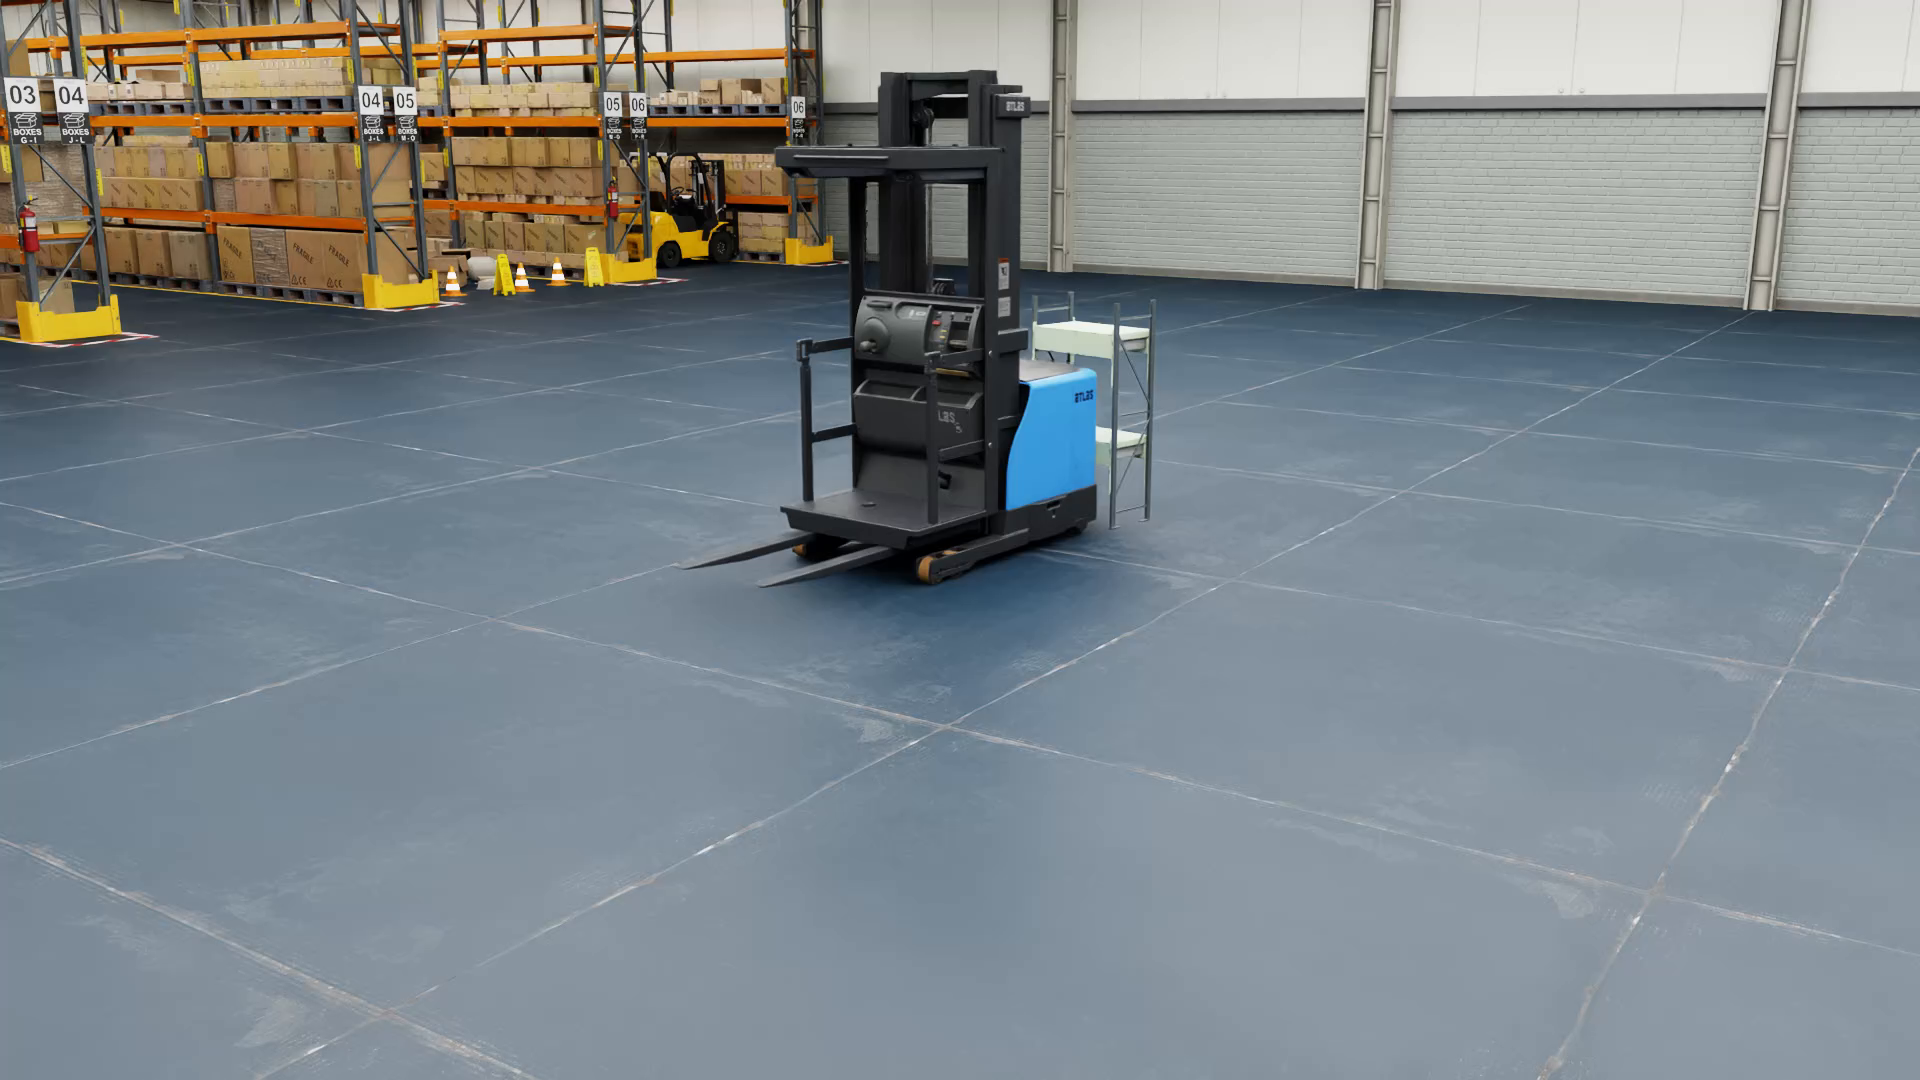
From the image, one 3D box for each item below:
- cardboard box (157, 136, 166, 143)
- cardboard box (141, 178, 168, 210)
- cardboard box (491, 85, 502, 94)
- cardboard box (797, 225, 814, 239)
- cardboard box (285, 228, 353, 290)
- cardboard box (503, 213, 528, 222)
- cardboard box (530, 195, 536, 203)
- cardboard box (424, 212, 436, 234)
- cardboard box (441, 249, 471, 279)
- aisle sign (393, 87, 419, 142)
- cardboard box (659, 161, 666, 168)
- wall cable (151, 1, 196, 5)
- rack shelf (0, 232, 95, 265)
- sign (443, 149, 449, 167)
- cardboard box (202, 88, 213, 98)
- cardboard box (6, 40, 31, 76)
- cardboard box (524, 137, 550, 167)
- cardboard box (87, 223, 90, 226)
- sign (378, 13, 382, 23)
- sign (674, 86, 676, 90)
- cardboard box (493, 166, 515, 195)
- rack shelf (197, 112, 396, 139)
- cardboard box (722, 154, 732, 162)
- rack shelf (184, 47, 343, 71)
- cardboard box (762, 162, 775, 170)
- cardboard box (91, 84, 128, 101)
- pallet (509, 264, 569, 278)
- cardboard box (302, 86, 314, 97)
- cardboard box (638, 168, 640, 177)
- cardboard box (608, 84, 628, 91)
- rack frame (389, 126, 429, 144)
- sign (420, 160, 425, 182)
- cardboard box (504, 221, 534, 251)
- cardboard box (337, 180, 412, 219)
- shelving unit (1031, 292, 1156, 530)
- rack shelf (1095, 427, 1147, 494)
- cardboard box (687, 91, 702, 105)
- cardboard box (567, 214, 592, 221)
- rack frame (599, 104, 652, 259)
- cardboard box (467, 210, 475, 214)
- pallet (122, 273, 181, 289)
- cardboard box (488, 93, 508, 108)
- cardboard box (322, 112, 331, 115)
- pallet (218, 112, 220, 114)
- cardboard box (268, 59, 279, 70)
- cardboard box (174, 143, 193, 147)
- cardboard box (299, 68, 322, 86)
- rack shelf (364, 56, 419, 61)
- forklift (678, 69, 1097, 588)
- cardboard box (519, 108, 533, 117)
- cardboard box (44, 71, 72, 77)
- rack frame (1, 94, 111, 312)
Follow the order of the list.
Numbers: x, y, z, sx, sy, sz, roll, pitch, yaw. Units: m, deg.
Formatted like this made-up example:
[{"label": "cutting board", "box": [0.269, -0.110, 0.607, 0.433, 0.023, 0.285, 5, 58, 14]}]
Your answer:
[{"label": "cardboard box", "box": [-16.991, -8.608, 35.714, 0.250, 0.149, 0.380, 9, 17, 32]}, {"label": "cardboard box", "box": [-13.212, -5.759, 27.639, 0.500, 0.500, 0.500, 9, 17, 33]}, {"label": "cardboard box", "box": [-8.150, -8.043, 29.693, 0.250, 0.149, 0.380, 9, 16, 31]}, {"label": "cardboard box", "box": [-3.300, -6.229, 33.552, 0.500, 0.250, 0.500, 10, 17, 34]}, {"label": "cardboard box", "box": [-9.803, -4.390, 25.863, 0.875, 0.875, 0.875, 9, 16, 32]}, {"label": "cardboard box", "box": [-8.051, -5.841, 30.116, 0.250, 0.149, 0.380, 10, 17, 36]}, {"label": "cardboard box", "box": [-7.481, -6.117, 29.815, 0.250, 0.149, 0.380, 9, 17, 33]}, {"label": "cardboard box", "box": [-12.260, -7.434, 38.938, 0.500, 0.500, 0.500, 9, 16, 32]}, {"label": "cardboard box", "box": [-8.983, -4.932, 29.701, 0.500, 0.500, 0.500, -4, 14, -16]}, {"label": "aisle sign", "box": [-8.246, -6.334, 24.760, 0.004, 0.787, 0.394, 9, 17, 33]}, {"label": "cardboard box", "box": [-6.012, -7.783, 34.464, 0.250, 0.149, 0.380, 10, 17, 34]}, {"label": "wall cable", "box": [-20.271, -15.783, 44.278, 0.133, 3.039, 2.988, 9, 17, 33]}, {"label": "rack shelf", "box": [-12.984, -3.966, 22.098, 4.000, 0.370, 1.077, 9, 17, 33]}, {"label": "sign", "box": [-9.419, -7.010, 30.489, 0.005, 0.325, 0.100, 9, 17, 33]}, {"label": "cardboard box", "box": [-11.679, -7.029, 26.172, 0.250, 0.149, 0.380, 9, 16, 32]}, {"label": "cardboard box", "box": [-12.405, -6.191, 21.482, 0.500, 0.500, 0.500, 9, 17, 33]}, {"label": "cardboard box", "box": [-7.236, -6.843, 29.317, 0.500, 0.500, 0.700, 9, 16, 32]}, {"label": "cardboard box", "box": [-15.824, -5.489, 29.522, 0.500, 0.250, 0.500, 9, 16, 31]}, {"label": "sign", "box": [-13.302, -11.920, 38.142, 0.005, 0.325, 0.100, 9, 17, 33]}, {"label": "sign", "box": [-6.037, -9.406, 35.093, 0.005, 0.325, 0.100, 9, 17, 33]}, {"label": "cardboard box", "box": [-8.064, -6.505, 30.031, 0.500, 0.500, 0.500, 9, 17, 32]}, {"label": "rack shelf", "box": [-10.132, -6.397, 25.678, 4.000, 0.370, 1.077, 9, 17, 33]}, {"label": "cardboard box", "box": [-4.556, -7.678, 33.420, 0.250, 0.149, 0.380, 10, 17, 34]}, {"label": "rack shelf", "box": [-14.091, -9.733, 33.742, 4.000, 0.370, 1.077, 9, 17, 33]}, {"label": "cardboard box", "box": [-3.699, -7.395, 32.897, 0.250, 0.149, 0.380, 9, 17, 34]}, {"label": "cardboard box", "box": [-14.217, -7.523, 27.957, 0.500, 0.250, 0.500, 10, 17, 34]}, {"label": "pallet", "box": [-7.519, -4.959, 30.417, 1.213, 0.211, 1.003, 9, 17, 33]}, {"label": "cardboard box", "box": [-9.569, -6.688, 24.796, 0.250, 0.149, 0.380, 9, 17, 33]}, {"label": "cardboard box", "box": [-6.895, -7.734, 35.096, 0.500, 0.250, 0.500, 9, 16, 32]}, {"label": "cardboard box", "box": [-5.974, -7.832, 28.841, 0.250, 0.149, 0.380, 9, 17, 32]}, {"label": "rack frame", "box": [-12.984, -8.622, 39.412, 0.127, 3.000, 1.000, 9, 17, 33]}, {"label": "sign", "box": [-8.157, -5.591, 25.199, 0.005, 0.325, 0.100, 9, 17, 33]}, {"label": "cardboard box", "box": [-7.894, -5.520, 30.167, 0.500, 0.500, 0.500, 10, 17, 36]}, {"label": "cardboard box", "box": [-8.805, -5.136, 25.015, 0.550, 0.550, 0.875, 9, 17, 33]}, {"label": "shelving unit", "box": [0.894, -0.896, 11.321, 0.431, 1.500, 0.755, -13, 19, -43]}, {"label": "rack shelf", "box": [0.894, -0.579, 11.399, 0.431, 0.370, 0.720, -13, 19, -43]}, {"label": "cardboard box", "box": [-5.283, -8.933, 33.622, 0.258, 0.266, 0.396, 9, 16, 31]}, {"label": "cardboard box", "box": [-8.049, -6.874, 36.418, 0.625, 0.625, 0.875, 8, 16, 31]}, {"label": "rack frame", "box": [-5.793, -6.023, 28.911, 0.127, 3.000, 1.000, 9, 17, 33]}, {"label": "cardboard box", "box": [-11.054, -7.559, 38.095, 0.250, 0.149, 0.380, 9, 16, 32]}, {"label": "pallet", "box": [-13.490, -4.457, 28.388, 1.213, 0.211, 1.003, 9, 17, 33]}, {"label": "cardboard box", "box": [-8.059, -7.836, 29.687, 0.500, 0.250, 0.500, 9, 17, 33]}, {"label": "cardboard box", "box": [-12.265, -8.354, 32.607, 0.250, 0.149, 0.380, 9, 17, 33]}, {"label": "pallet", "box": [-16.424, -9.157, 35.513, 1.213, 0.211, 1.003, 9, 17, 33]}, {"label": "cardboard box", "box": [-10.207, -7.178, 25.116, 0.250, 0.149, 0.380, 9, 17, 33]}, {"label": "cardboard box", "box": [-16.296, -8.174, 35.313, 0.500, 0.500, 0.500, 9, 17, 32]}, {"label": "cardboard box", "box": [-9.449, -6.879, 24.740, 0.500, 0.250, 0.500, 9, 17, 33]}, {"label": "rack shelf", "box": [-14.643, -11.452, 39.861, 4.000, 0.370, 1.077, 9, 17, 33]}, {"label": "forklift", "box": [-0.388, -1.294, 9.949, 1.130, 2.935, 3.031, 11, 17, 36]}, {"label": "cardboard box", "box": [-7.545, -7.546, 29.344, 0.250, 0.149, 0.380, 9, 16, 32]}, {"label": "cardboard box", "box": [-15.591, -7.974, 28.748, 0.258, 0.266, 0.396, 9, 17, 33]}, {"label": "rack frame", "box": [-11.324, -4.047, 20.928, 0.127, 3.000, 1.000, 9, 17, 33]}]
